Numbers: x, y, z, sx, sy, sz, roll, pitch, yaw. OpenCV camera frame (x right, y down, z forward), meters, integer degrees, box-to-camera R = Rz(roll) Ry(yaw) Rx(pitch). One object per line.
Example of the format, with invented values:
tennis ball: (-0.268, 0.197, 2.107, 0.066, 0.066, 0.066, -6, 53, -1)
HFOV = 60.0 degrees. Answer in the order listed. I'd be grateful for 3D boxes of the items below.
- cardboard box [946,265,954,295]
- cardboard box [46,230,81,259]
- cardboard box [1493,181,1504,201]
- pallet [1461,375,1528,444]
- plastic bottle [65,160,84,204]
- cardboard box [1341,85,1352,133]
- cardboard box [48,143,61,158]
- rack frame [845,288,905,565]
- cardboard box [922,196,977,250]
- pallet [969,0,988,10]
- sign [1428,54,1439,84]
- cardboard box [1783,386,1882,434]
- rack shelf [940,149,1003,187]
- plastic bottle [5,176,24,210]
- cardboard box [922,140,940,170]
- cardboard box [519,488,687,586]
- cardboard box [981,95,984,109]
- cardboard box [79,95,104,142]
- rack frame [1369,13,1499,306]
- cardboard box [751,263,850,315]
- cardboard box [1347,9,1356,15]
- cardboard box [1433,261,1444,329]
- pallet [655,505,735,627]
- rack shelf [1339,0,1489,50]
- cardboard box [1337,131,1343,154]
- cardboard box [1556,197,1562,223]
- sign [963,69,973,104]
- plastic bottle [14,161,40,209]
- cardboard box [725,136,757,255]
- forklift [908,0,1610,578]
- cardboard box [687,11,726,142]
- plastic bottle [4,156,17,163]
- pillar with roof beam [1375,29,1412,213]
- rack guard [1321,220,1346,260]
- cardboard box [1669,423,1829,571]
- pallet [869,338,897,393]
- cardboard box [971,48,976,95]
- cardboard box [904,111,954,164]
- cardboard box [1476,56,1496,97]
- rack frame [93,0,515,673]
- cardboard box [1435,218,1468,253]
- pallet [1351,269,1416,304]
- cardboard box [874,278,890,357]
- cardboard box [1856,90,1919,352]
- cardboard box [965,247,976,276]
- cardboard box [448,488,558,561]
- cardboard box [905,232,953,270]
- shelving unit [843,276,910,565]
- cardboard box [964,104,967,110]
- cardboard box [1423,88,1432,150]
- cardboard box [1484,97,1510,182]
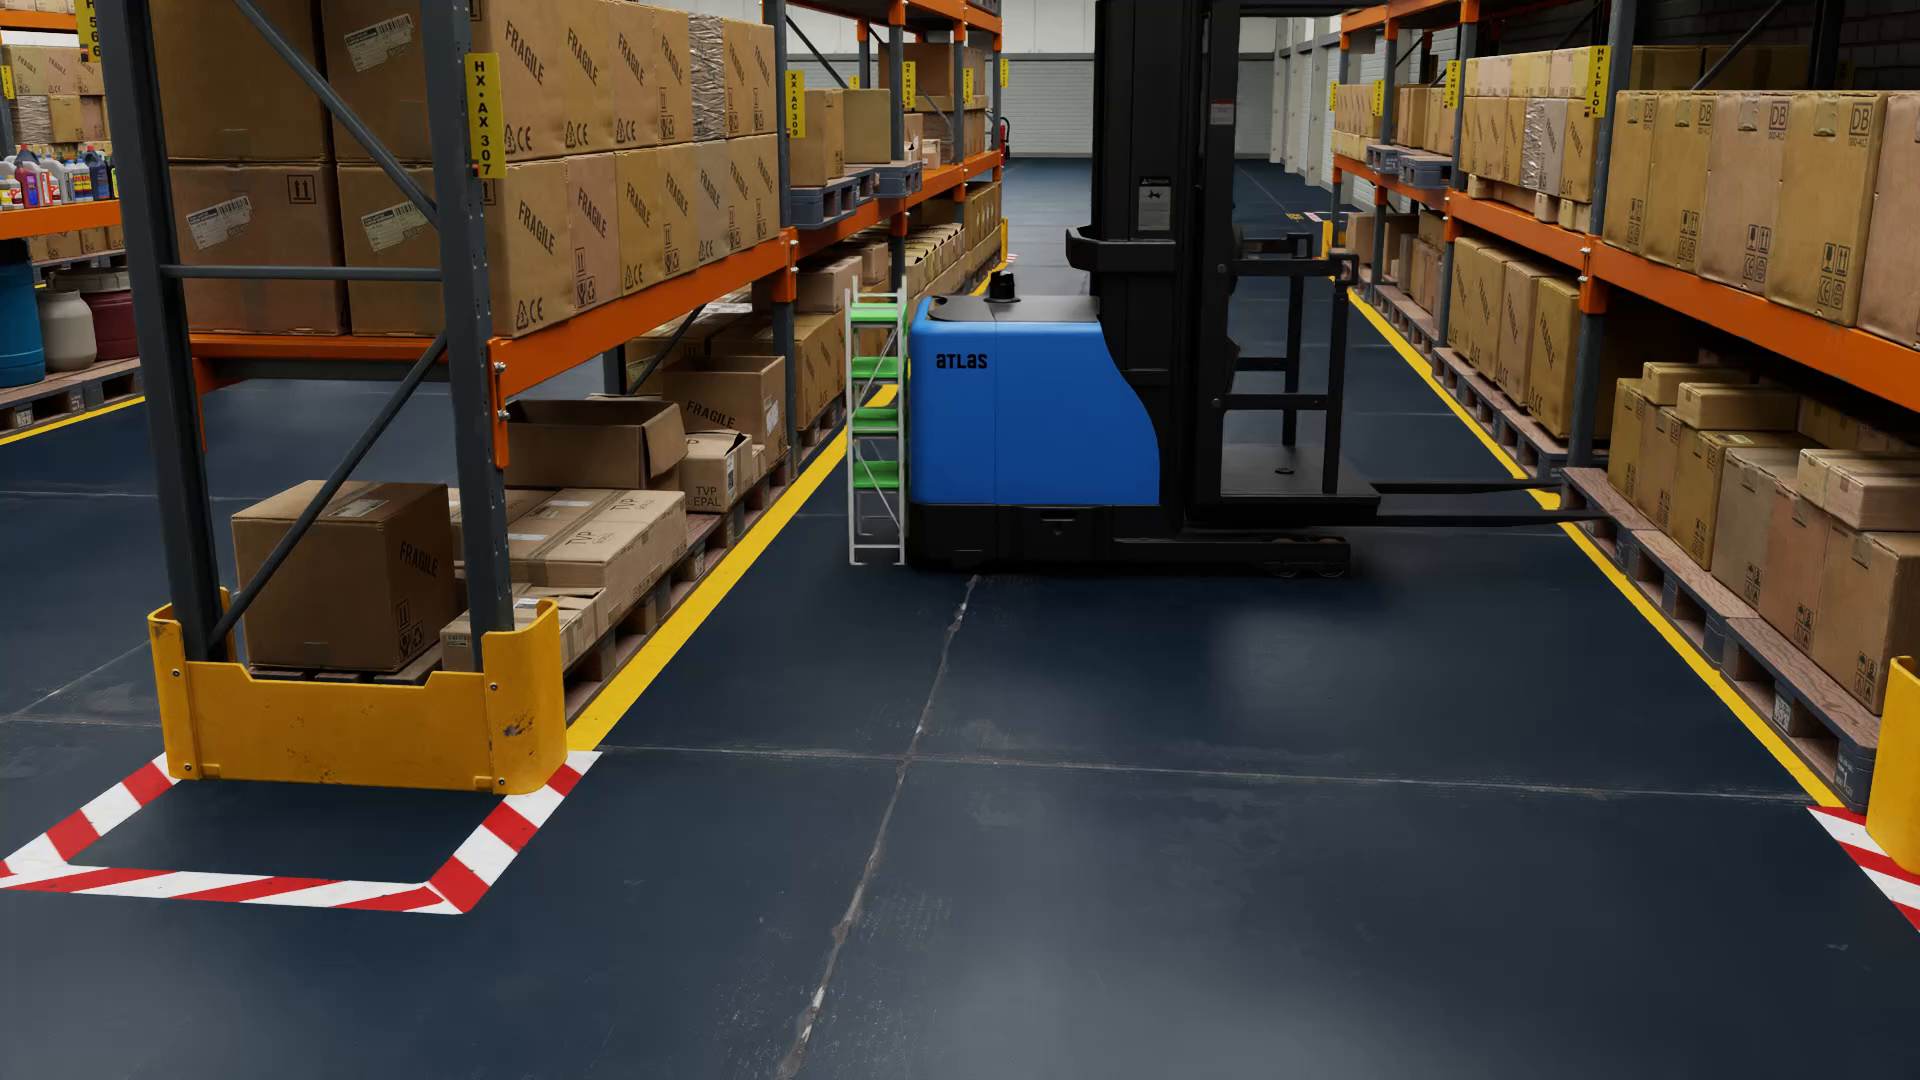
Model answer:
cardboard box: (-0.340, -2.346, 15.054, 0.500, 0.250, 0.500, 2, 15, 8)
cardboard box: (-10.166, -3.391, 18.439, 0.500, 0.500, 0.500, 7, 17, 24)
cardboard box: (3.682, -2.277, 10.781, 0.380, 0.149, 0.250, 2, 15, 6)
pallet: (3.702, -0.804, 10.232, 1.003, 0.211, 1.213, 2, 15, 6)
plastic bottle: (-5.687, -2.299, 10.663, 0.097, 0.271, 0.097, 0, 15, 0)
cardboard box: (4.426, -4.665, 17.982, 0.500, 0.500, 0.500, 1, 15, 4)
cardboard box: (-9.943, -4.199, 17.925, 0.380, 0.149, 0.250, 2, 15, 6)
rack frame: (-0.362, -0.472, 7.110, 0.240, 1.200, 0.015, 0, 15, 0)
cardboard box: (-0.101, -3.199, 16.772, 0.500, 0.500, 0.500, 2, 15, 6)
pallet: (-0.254, -5.793, 17.763, 1.003, 0.211, 1.213, 2, 15, 6)
sign: (5.458, -5.433, 19.184, 0.100, 0.325, 0.005, 2, 15, 6)
cardboard box: (3.466, -0.510, 6.543, 0.380, 0.149, 0.250, 2, 15, 7)
rack shelf: (-0.239, -4.022, 18.167, 1.077, 0.370, 4.000, 2, 15, 6)
plastic bottle: (-5.755, -2.110, 10.099, 0.097, 0.201, 0.097, 0, 15, 0)
cardboard box: (-0.382, -3.552, 15.309, 0.396, 0.266, 0.258, 1, 15, 5)
cardboard box: (-1.363, -0.015, 6.396, 0.500, 0.250, 0.500, 2, 15, 6)
cardboard box: (0.076, -5.010, 19.010, 0.380, 0.149, 0.250, 1, 15, 5)
cardboard box: (-10.148, -4.711, 18.577, 0.875, 0.500, 0.500, 2, 15, 6)
rack frame: (4.458, -3.705, 15.619, 1.000, 3.000, 0.127, 2, 15, 6)
cardboard box: (-0.958, -1.521, 10.049, 0.500, 0.250, 0.500, 2, 15, 6)
cardboard box: (4.527, -6.031, 18.244, 0.500, 0.500, 0.500, 3, 15, 10)
cardboard box: (4.036, -1.862, 12.748, 0.700, 0.500, 0.500, 2, 15, 7)
pallet: (-1.581, 0.066, 7.014, 1.003, 0.211, 1.213, 2, 15, 6)
rack shelf: (4.683, -5.325, 17.240, 1.077, 0.370, 4.000, 2, 15, 6)
cardboard box: (4.494, -4.428, 18.540, 0.500, 0.250, 0.500, 1, 15, 5)
cardboard box: (3.391, -1.747, 8.819, 0.380, 0.149, 0.250, 2, 15, 8)
sign: (0.075, -4.358, 15.965, 0.100, 0.325, 0.005, 2, 15, 6)
plastic bottle: (-5.723, -2.179, 10.197, 0.061, 0.283, 0.133, 2, 15, 6)
cardboard box: (-1.226, -1.553, 7.467, 0.500, 0.500, 0.500, 2, 15, 8)
forklift: (1.301, -1.394, 7.203, 3.031, 2.935, 1.130, 0, 15, 1)
cardboard box: (-1.280, -1.904, 6.850, 0.500, 0.500, 0.500, 2, 15, 7)
plastic bottle: (-6.364, -2.438, 11.168, 0.152, 0.276, 0.135, 2, 15, 6)
pillar with roof beam: (2.089, -9.115, 24.131, 9.100, 9.000, 0.400, 2, 15, 6)
rack guard: (4.900, -3.517, 19.709, 1.175, 0.500, 0.348, 2, 15, 6)
cardboard box: (3.248, -0.172, 6.538, 0.700, 0.500, 0.500, 2, 15, 8)
pallet: (-1.038, -1.274, 11.970, 1.003, 0.211, 1.213, 2, 15, 6)
cardboard box: (-0.195, -5.161, 18.324, 0.700, 0.500, 0.500, 2, 15, 6)
cardboard box: (-0.421, -4.014, 16.568, 0.700, 0.500, 0.500, 1, 15, 5)
cardboard box: (3.639, -2.982, 10.707, 0.500, 0.250, 0.500, 1, 15, 5)
rack frame: (-1.819, -0.738, 4.645, 1.000, 3.000, 0.127, 2, 15, 6)
cardboard box: (4.215, -2.504, 13.683, 0.500, 0.250, 0.500, 2, 15, 6)
pallet: (4.498, -2.535, 16.631, 1.003, 0.211, 1.213, 2, 15, 6)
cardboard box: (-0.789, -1.569, 11.665, 0.500, 0.500, 0.500, 2, 15, 8)
cardboard box: (3.151, -0.871, 4.560, 0.980, 0.700, 0.700, 2, 15, 9)
cardboard box: (-0.111, -2.837, 16.871, 0.500, 0.250, 0.500, 2, 15, 6)
cardboard box: (-1.865, -0.017, 6.403, 0.500, 0.250, 0.500, 2, 15, 6)
cardboard box: (-0.337, -2.619, 14.988, 0.500, 0.311, 0.500, 2, 15, 6)
shelving unit: (-0.360, -0.536, 7.345, 0.258, 1.200, 0.503, 0, 15, 0)
cardboard box: (-0.128, -4.541, 17.274, 0.380, 0.149, 0.250, 1, 15, 4)
cardboard box: (4.253, -3.519, 13.894, 0.700, 0.500, 0.500, 4, 16, 14)
cardboard box: (3.572, -2.487, 10.313, 0.500, 0.500, 0.500, 2, 15, 6)
